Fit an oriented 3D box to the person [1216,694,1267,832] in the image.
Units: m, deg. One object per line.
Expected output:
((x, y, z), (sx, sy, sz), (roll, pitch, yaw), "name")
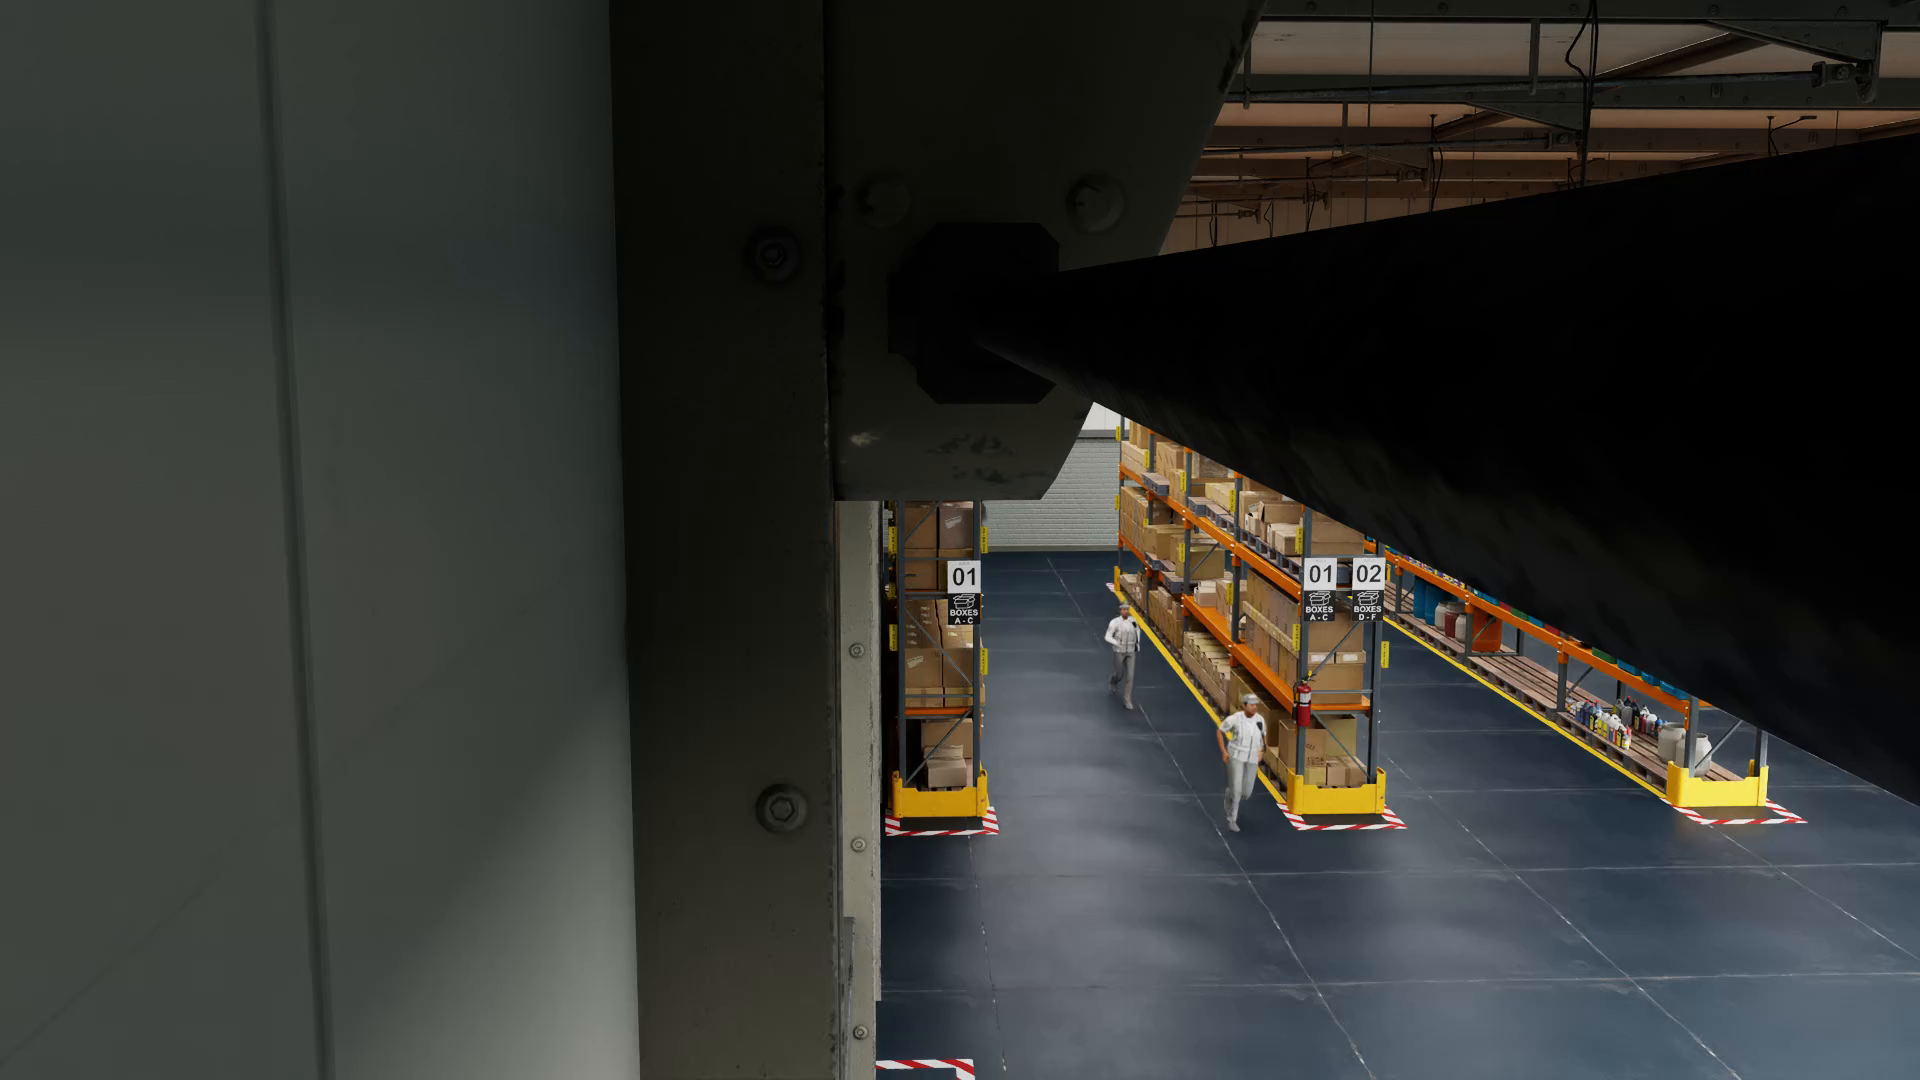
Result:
((3.423, 2.662, 20.185), (0.646, 1.635, 0.682), (-2, 8, -13), "person")

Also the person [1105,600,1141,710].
((2.575, 1.755, 26.024), (0.618, 1.669, 0.890), (-2, 8, -12), "person")
